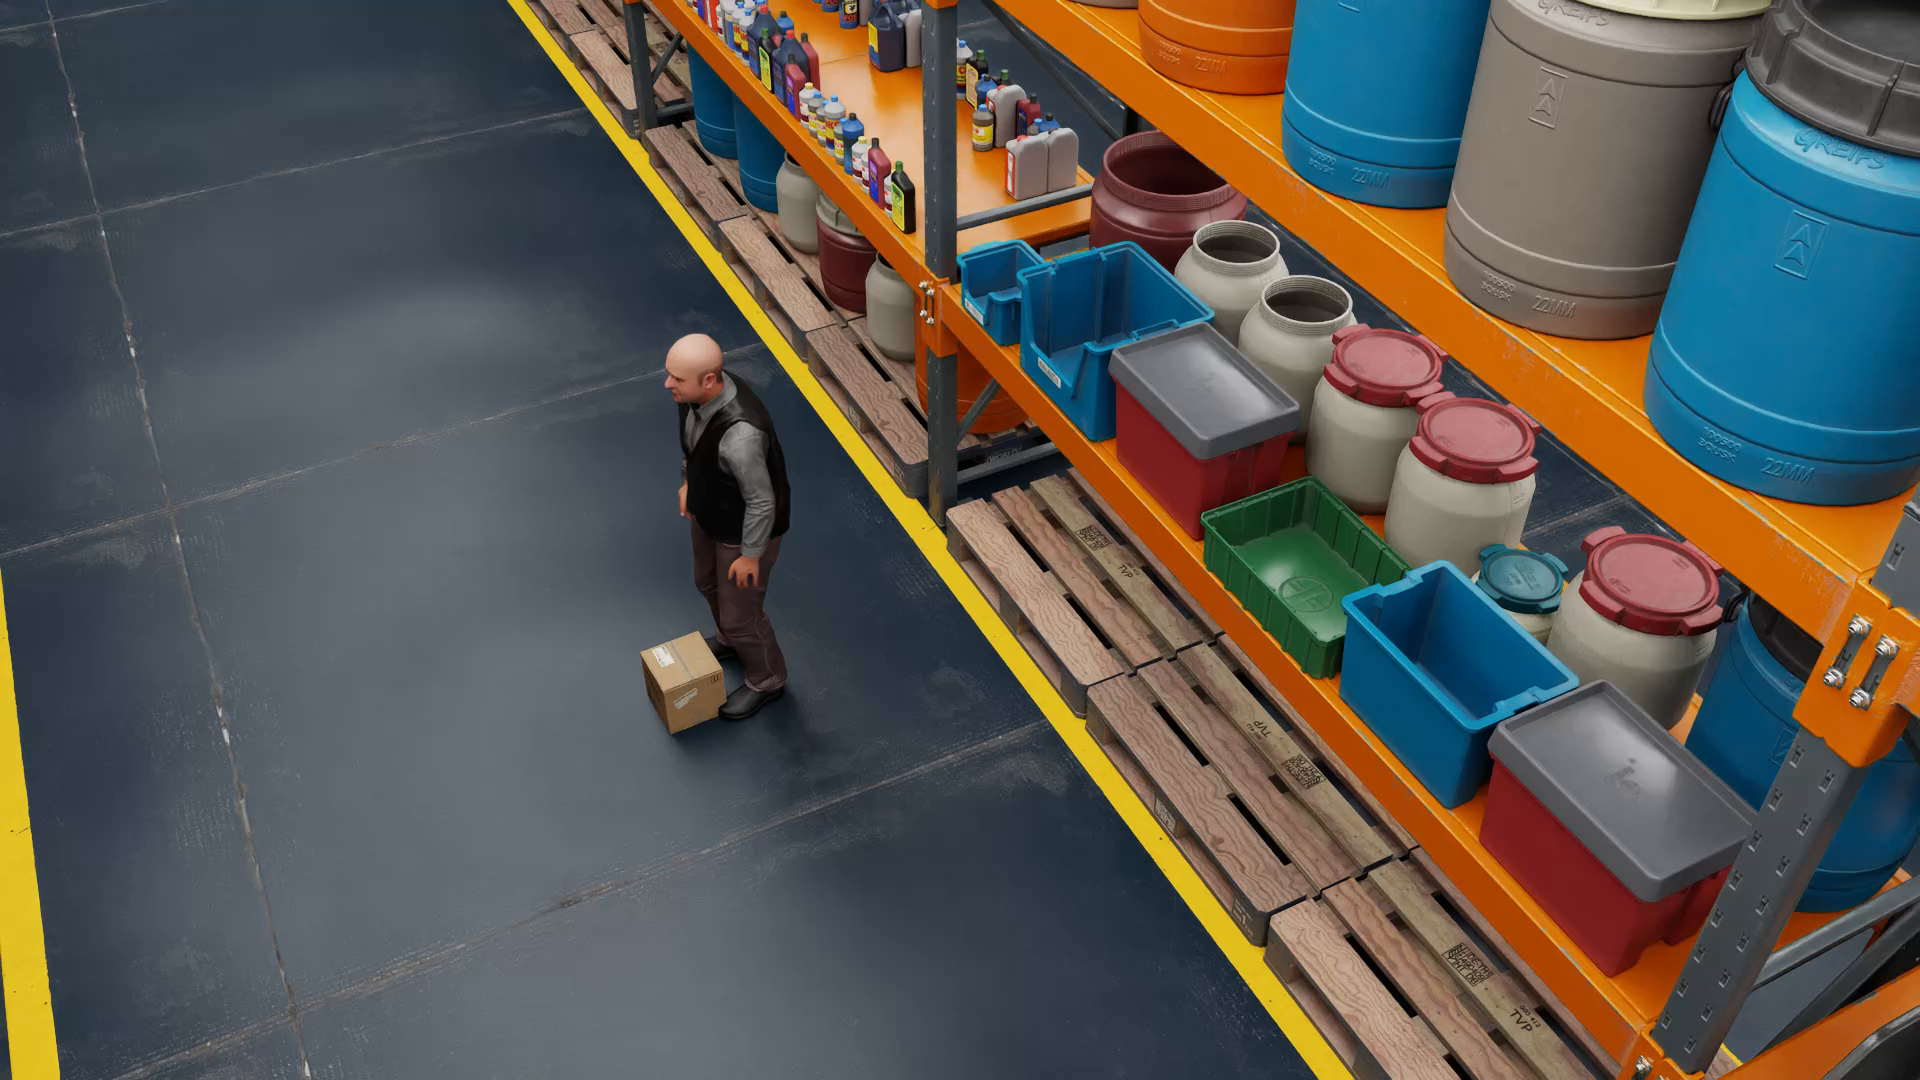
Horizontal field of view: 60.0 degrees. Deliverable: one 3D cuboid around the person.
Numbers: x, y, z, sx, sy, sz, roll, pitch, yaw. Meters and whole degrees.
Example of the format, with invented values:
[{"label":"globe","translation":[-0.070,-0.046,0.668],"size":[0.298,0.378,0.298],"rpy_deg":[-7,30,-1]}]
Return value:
[{"label":"person","translation":[-0.852,-0.073,6.259],"size":[0.411,1.722,0.593],"rpy_deg":[-21,45,-22]}]
